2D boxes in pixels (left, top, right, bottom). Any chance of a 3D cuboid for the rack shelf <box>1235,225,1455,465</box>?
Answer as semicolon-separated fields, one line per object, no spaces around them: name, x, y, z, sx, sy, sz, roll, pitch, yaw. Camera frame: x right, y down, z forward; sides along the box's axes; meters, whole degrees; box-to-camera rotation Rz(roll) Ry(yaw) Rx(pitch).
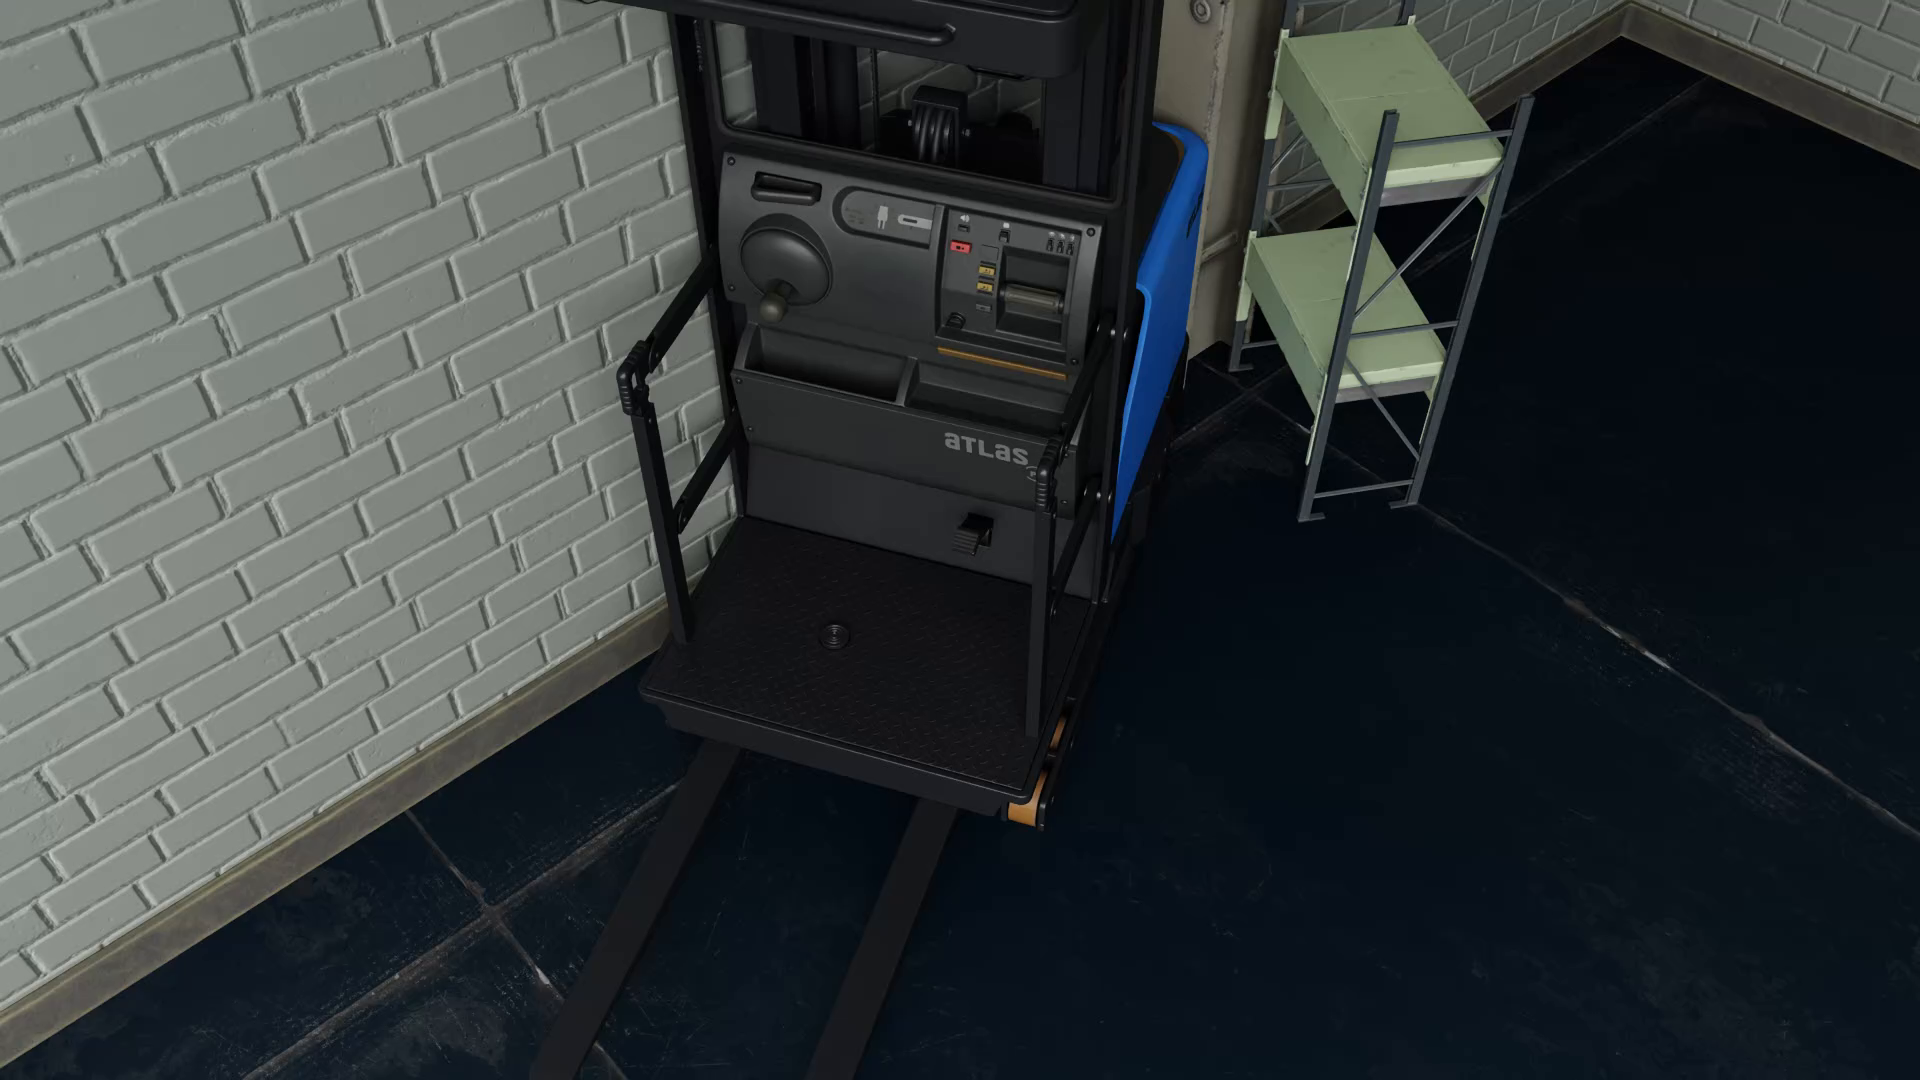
rack shelf;1.201;-0.644;5.267;0.431;0.370;0.720;-8;48;-8

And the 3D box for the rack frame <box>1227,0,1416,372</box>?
rack frame;1.129;-1.128;5.271;0.400;1.500;0.023;-8;48;-8

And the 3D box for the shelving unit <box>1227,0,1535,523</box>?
shelving unit;1.201;-0.865;5.027;0.431;1.500;0.755;-8;48;-8

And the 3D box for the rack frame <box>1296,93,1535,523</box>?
rack frame;1.273;-0.601;4.784;0.400;1.500;0.023;-8;48;-8

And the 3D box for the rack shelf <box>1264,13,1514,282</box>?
rack shelf;1.201;-1.129;4.741;0.431;0.370;0.720;-8;48;-8

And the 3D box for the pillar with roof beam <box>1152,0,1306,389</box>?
pillar with roof beam;3.674;-1.390;0.410;0.400;9.000;9.100;-34;56;-27

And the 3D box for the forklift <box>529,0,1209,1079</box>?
forklift;-0.195;-0.559;3.772;1.130;2.935;3.031;14;49;12
